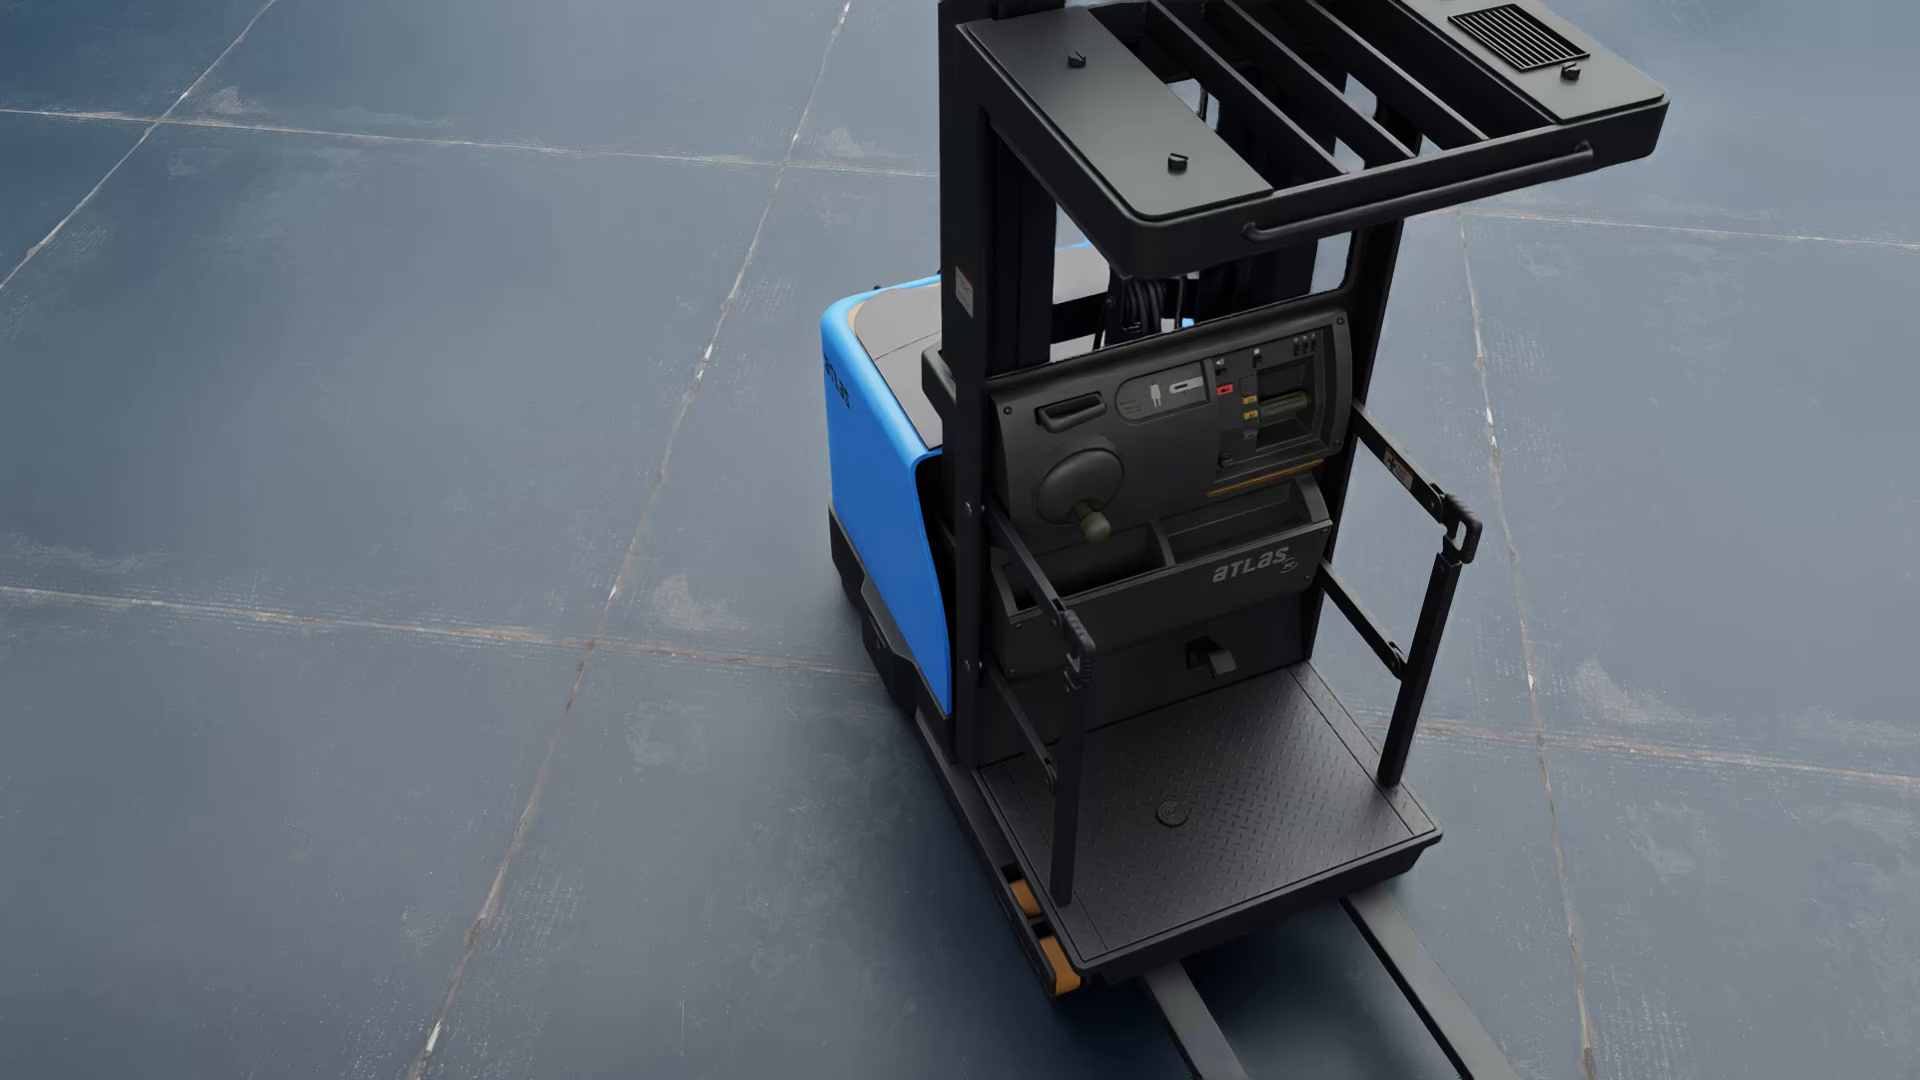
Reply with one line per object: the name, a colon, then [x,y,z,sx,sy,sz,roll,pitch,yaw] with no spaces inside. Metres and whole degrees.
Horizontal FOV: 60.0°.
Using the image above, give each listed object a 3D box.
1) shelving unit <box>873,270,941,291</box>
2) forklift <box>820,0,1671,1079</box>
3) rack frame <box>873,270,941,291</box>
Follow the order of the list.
shelving unit: [-0.125,-0.449,5.570,0.258,0.900,0.210,-16,46,-16]
forklift: [0.608,-0.186,3.815,1.130,2.935,3.031,-16,46,-16]
rack frame: [-0.165,-0.513,5.638,0.240,0.900,0.006,-16,46,-16]
